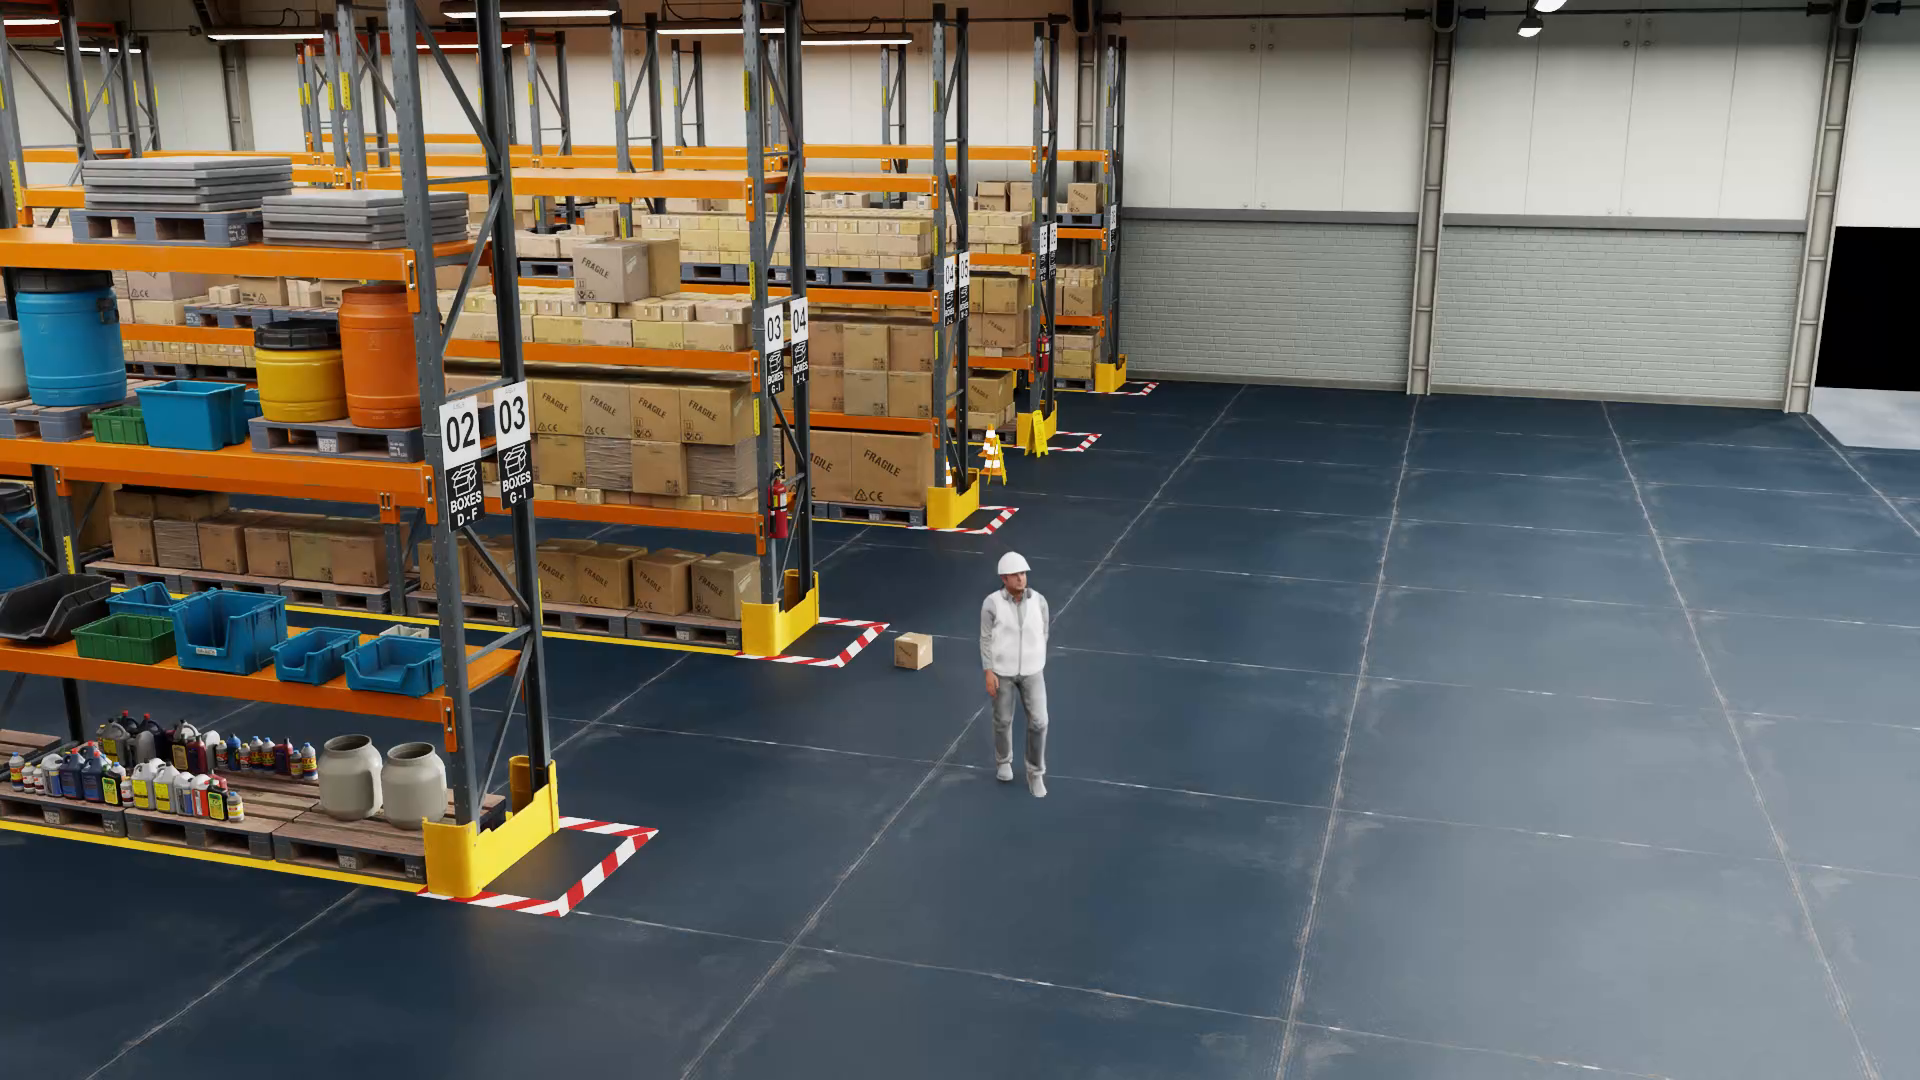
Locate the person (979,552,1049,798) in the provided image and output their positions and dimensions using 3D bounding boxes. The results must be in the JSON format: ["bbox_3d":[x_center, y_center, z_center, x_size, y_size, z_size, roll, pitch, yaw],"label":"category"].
[{"bbox_3d":[0.411,1.001,12.277,0.538,1.843,0.576,-3,15,-10],"label":"person"}]
